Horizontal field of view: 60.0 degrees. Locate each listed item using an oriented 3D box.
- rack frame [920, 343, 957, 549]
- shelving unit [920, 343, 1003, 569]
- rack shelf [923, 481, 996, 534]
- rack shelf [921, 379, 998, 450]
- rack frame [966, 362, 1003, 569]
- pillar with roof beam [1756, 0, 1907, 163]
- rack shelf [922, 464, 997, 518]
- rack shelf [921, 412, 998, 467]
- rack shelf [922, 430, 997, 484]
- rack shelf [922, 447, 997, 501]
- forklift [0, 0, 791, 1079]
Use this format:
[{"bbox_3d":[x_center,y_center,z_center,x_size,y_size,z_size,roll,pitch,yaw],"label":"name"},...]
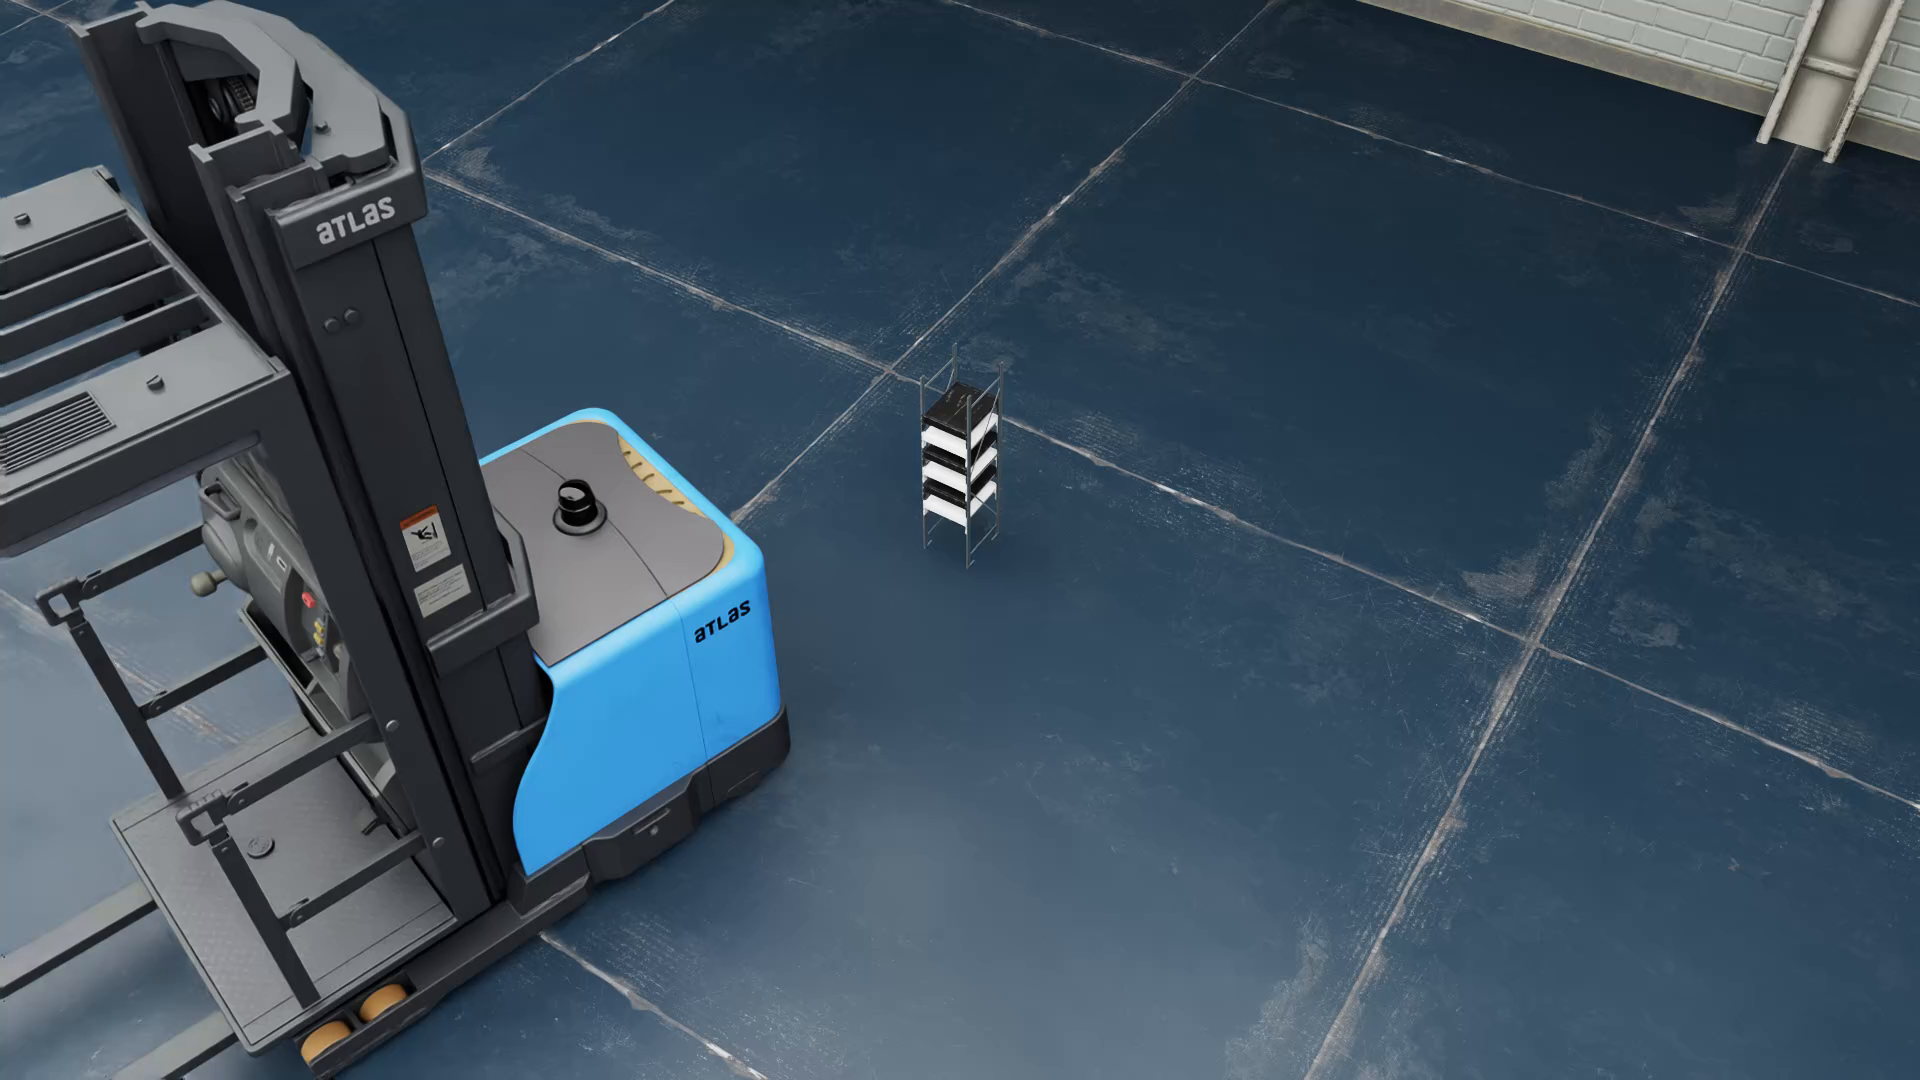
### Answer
[{"bbox_3d":[-0.079,-0.350,6.462,0.006,0.900,0.240,25,51,22],"label":"rack frame"},{"bbox_3d":[0.007,-0.310,6.424,0.210,0.900,0.258,25,51,22],"label":"shelving unit"},{"bbox_3d":[0.007,-0.162,6.577,0.200,0.077,0.258,25,51,22],"label":"rack shelf"},{"bbox_3d":[0.007,-0.475,6.254,0.200,0.077,0.258,25,51,22],"label":"rack shelf"},{"bbox_3d":[0.092,-0.271,6.386,0.006,0.900,0.240,25,51,22],"label":"rack frame"},{"bbox_3d":[2.138,-2.665,3.065,0.400,9.000,9.100,25,51,22],"label":"pillar with roof beam"},{"bbox_3d":[0.007,-0.225,6.513,0.200,0.077,0.258,25,51,22],"label":"rack shelf"},{"bbox_3d":[0.007,-0.413,6.319,0.200,0.077,0.258,25,51,22],"label":"rack shelf"},{"bbox_3d":[0.007,-0.350,6.384,0.200,0.077,0.258,25,51,22],"label":"rack shelf"},{"bbox_3d":[0.007,-0.287,6.448,0.200,0.077,0.258,25,51,22],"label":"rack shelf"},{"bbox_3d":[-2.049,0.199,4.513,3.031,2.935,1.130,-32,54,-27],"label":"forklift"}]
